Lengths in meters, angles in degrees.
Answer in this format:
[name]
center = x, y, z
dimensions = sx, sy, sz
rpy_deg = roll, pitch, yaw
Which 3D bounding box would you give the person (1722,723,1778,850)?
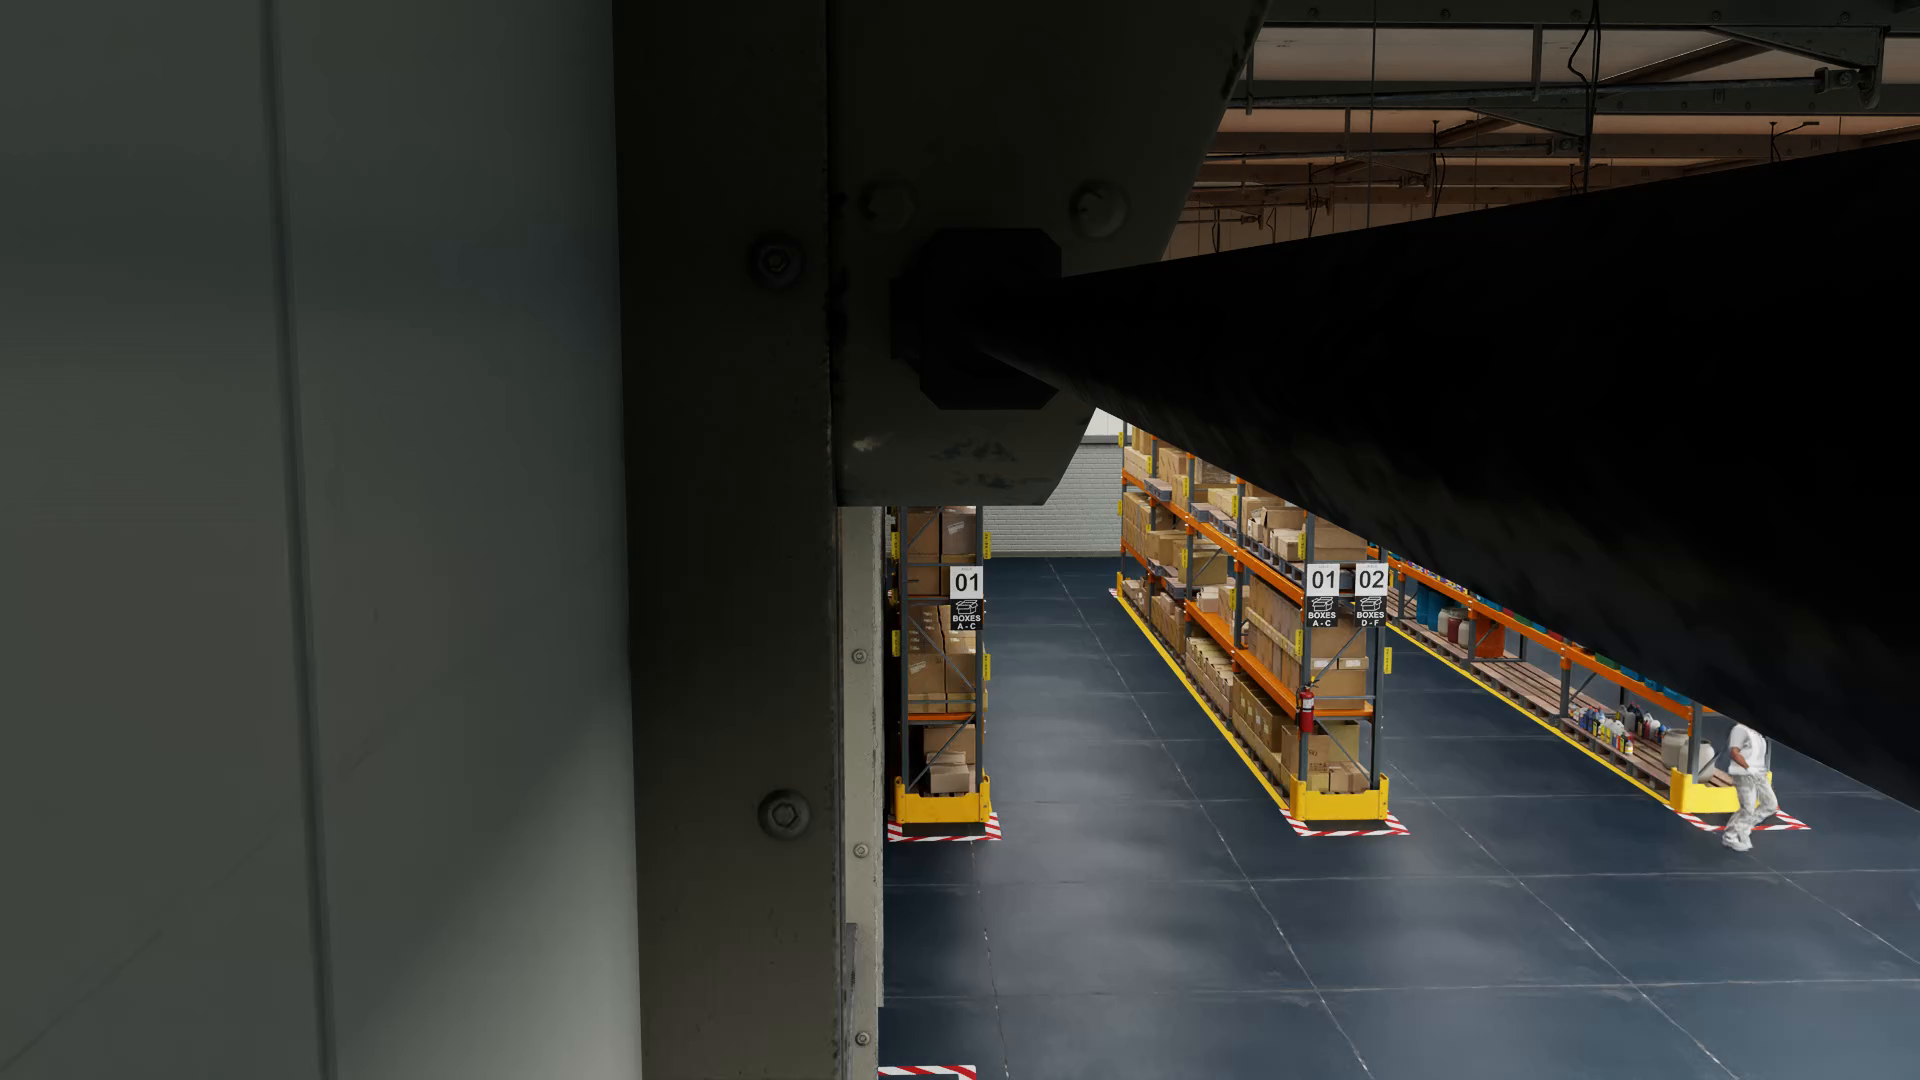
[person]
center = 9.289, 2.751, 19.475
dimensions = 0.713, 1.728, 0.574
rpy_deg = -7, 11, -40
